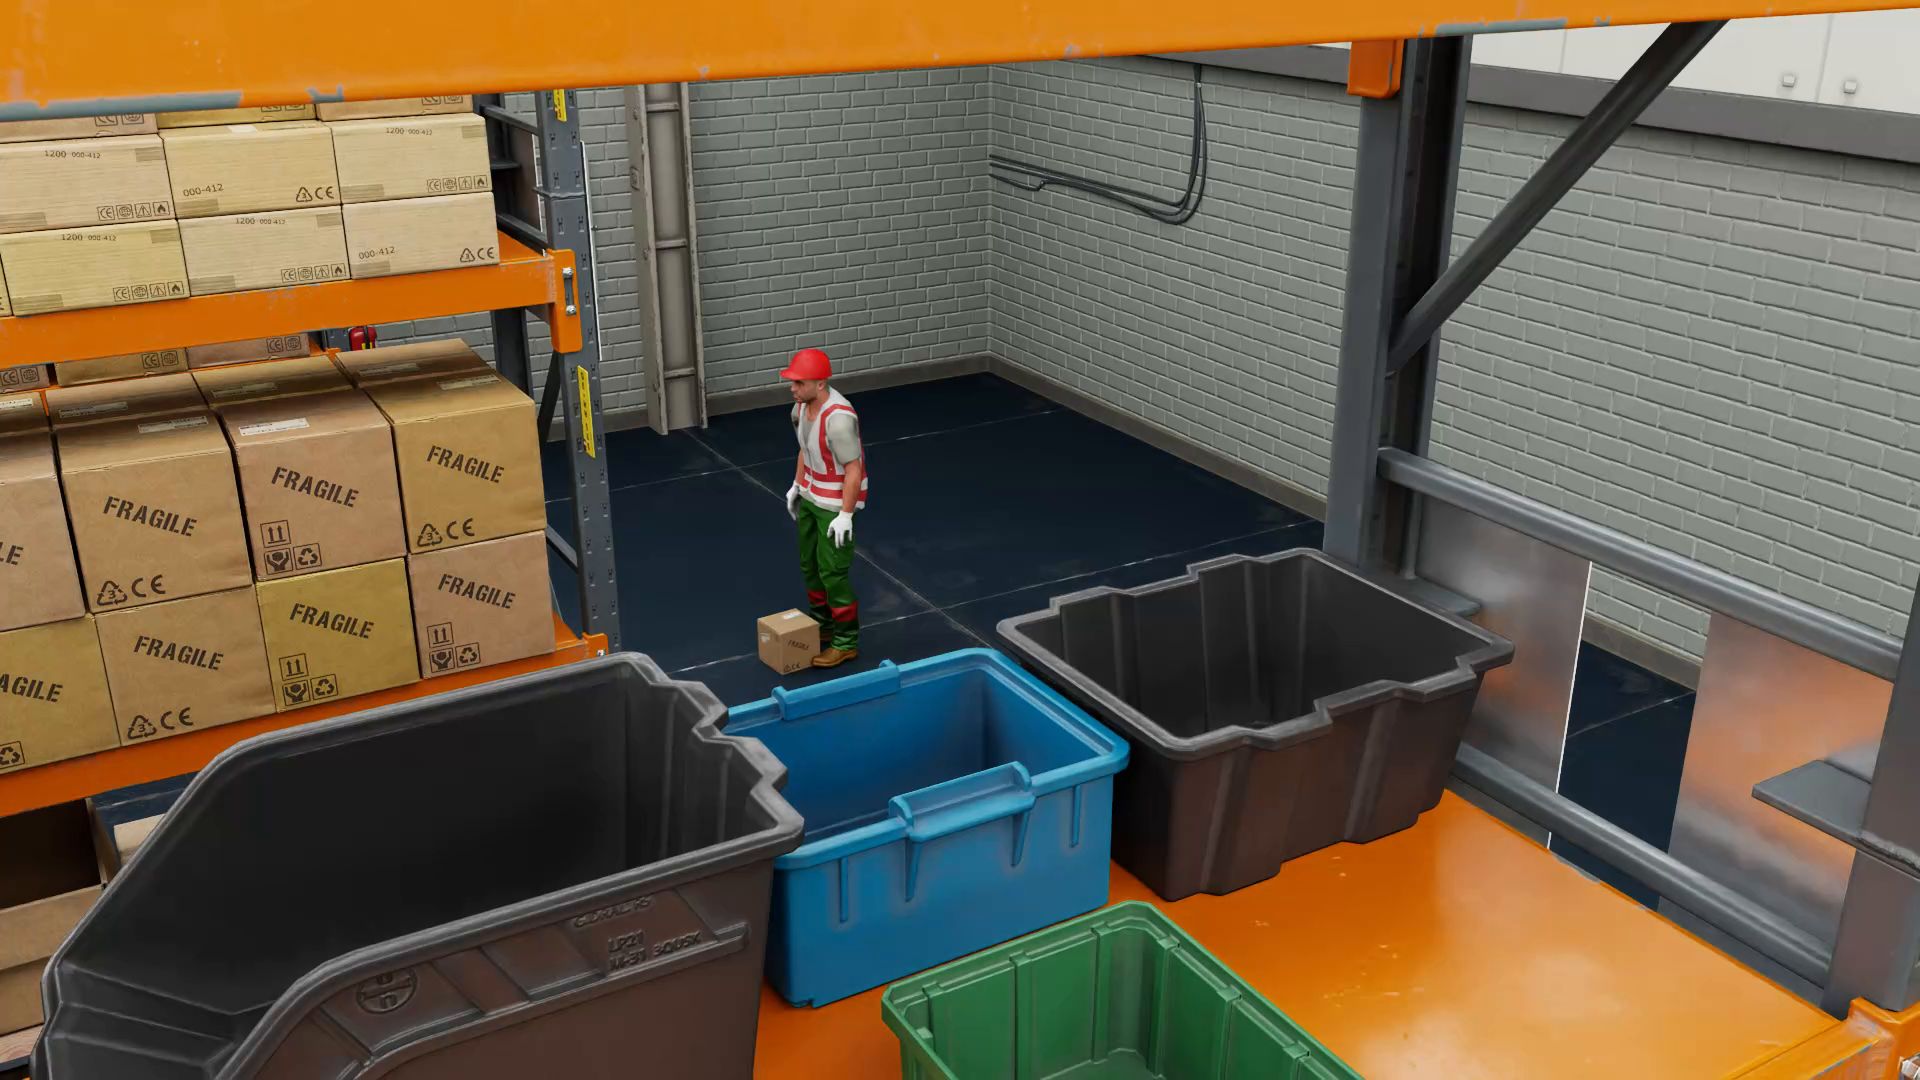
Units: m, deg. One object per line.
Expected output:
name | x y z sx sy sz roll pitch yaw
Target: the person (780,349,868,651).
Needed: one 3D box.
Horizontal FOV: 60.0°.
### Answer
person | -0.746 -0.212 9.023 0.453 1.721 0.590 -13 25 -30
